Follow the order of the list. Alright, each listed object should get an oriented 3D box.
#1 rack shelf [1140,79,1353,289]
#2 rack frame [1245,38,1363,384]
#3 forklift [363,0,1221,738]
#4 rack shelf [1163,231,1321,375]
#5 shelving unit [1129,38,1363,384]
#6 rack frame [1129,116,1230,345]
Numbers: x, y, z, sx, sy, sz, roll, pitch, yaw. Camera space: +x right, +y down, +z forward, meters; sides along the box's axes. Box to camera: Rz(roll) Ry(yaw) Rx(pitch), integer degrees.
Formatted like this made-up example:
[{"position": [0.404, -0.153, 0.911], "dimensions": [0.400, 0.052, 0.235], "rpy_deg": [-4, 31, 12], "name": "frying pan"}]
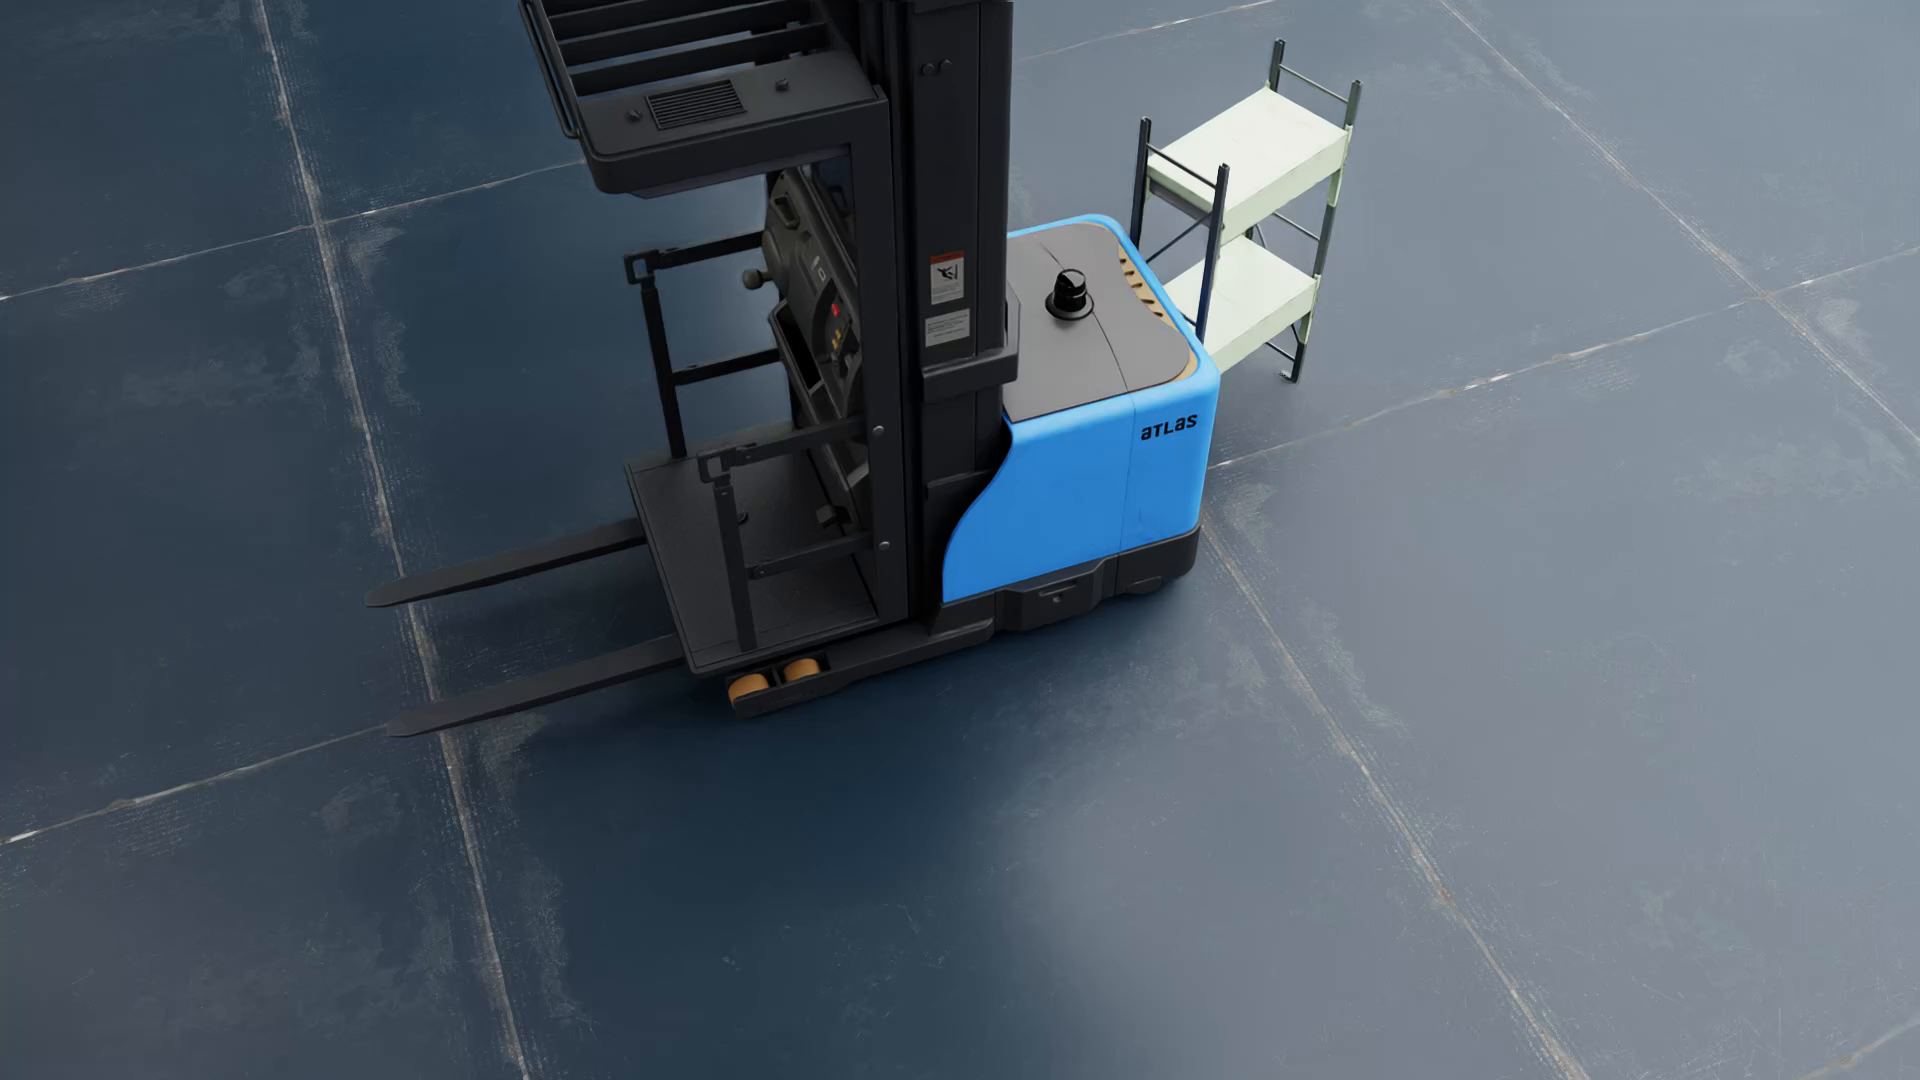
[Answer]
[{"position": [1.054, -1.344, 6.242], "dimensions": [0.720, 0.370, 0.431], "rpy_deg": [-35, 58, -26], "name": "rack shelf"}, {"position": [1.323, -1.278, 6.700], "dimensions": [0.023, 1.500, 0.400], "rpy_deg": [-35, 58, -26], "name": "rack frame"}, {"position": [-0.662, -0.769, 5.319], "dimensions": [3.031, 2.935, 1.130], "rpy_deg": [-16, 51, -13], "name": "forklift"}, {"position": [1.054, -0.877, 6.785], "dimensions": [0.720, 0.370, 0.431], "rpy_deg": [-35, 58, -26], "name": "rack shelf"}, {"position": [1.054, -1.089, 6.538], "dimensions": [0.755, 1.500, 0.431], "rpy_deg": [-35, 58, -26], "name": "shelving unit"}, {"position": [0.786, -0.901, 6.376], "dimensions": [0.023, 1.500, 0.400], "rpy_deg": [-35, 58, -26], "name": "rack frame"}]
